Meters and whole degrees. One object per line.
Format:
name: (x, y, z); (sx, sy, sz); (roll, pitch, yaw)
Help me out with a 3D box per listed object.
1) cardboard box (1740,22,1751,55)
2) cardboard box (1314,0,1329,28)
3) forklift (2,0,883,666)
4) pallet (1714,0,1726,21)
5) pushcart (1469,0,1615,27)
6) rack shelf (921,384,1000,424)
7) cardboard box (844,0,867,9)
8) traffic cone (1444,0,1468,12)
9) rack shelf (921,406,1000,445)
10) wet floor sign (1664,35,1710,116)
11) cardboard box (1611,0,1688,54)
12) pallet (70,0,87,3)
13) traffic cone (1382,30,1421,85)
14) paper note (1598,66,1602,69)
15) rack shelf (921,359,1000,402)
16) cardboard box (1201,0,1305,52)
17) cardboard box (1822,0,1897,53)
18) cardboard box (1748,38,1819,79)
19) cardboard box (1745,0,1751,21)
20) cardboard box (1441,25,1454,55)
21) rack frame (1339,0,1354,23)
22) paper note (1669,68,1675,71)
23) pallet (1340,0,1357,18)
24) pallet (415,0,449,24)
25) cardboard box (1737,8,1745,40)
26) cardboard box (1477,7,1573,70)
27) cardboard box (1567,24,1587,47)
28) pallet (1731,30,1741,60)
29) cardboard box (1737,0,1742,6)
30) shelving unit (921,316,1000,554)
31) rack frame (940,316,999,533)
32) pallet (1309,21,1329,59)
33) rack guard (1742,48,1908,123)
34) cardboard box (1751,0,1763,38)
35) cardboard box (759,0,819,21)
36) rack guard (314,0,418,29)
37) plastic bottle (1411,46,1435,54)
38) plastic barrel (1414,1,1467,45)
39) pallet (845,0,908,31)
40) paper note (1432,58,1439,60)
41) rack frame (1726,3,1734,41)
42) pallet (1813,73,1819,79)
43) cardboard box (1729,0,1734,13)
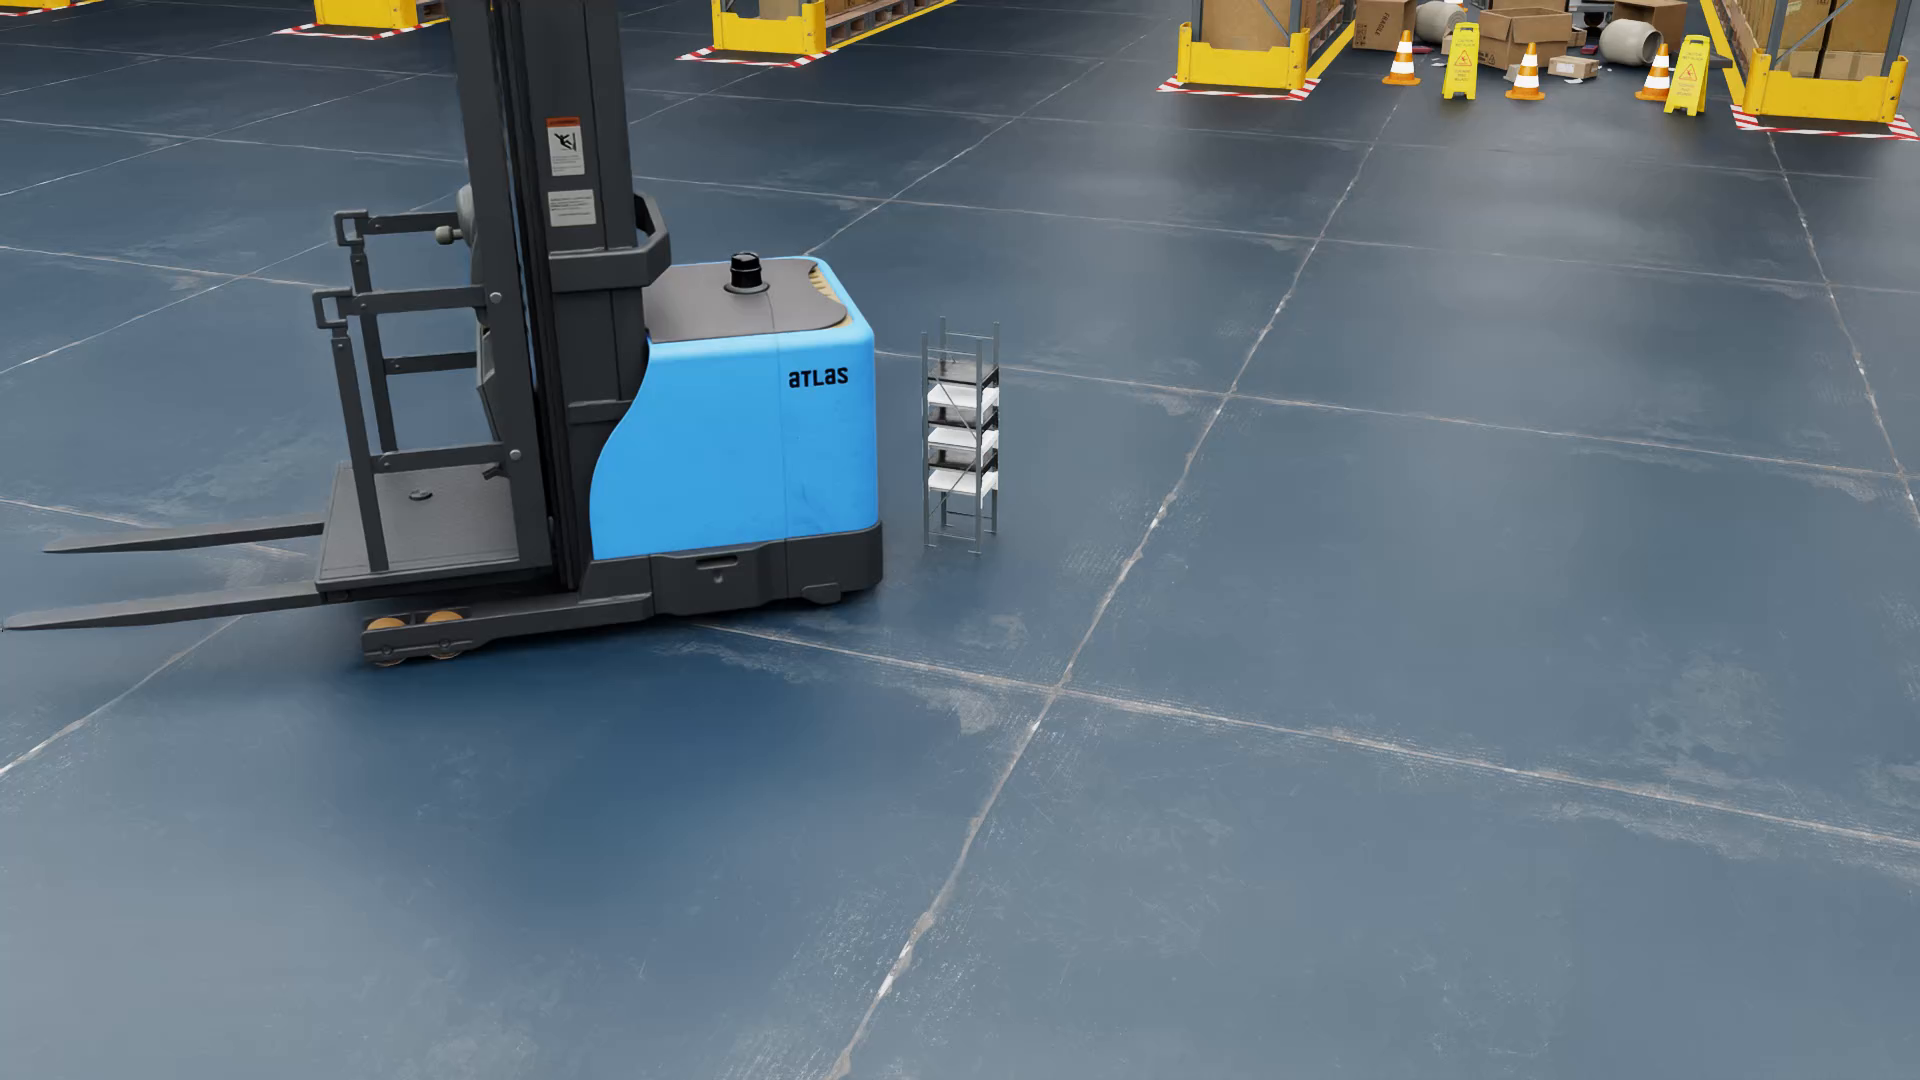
cardboard box: (7.710, -4.733, 15.756); (0.500, 0.250, 0.500); (8, 27, 16)
cardboard box: (3.404, -5.916, 17.483); (0.875, 0.875, 0.875); (9, 27, 18)
forklift: (-1.865, -1.132, 5.724); (3.031, 2.935, 1.130); (-7, 27, -13)
pallet: (9.339, -6.195, 19.302); (1.003, 0.211, 1.213); (9, 27, 17)
pushcart: (6.511, -5.756, 18.206); (1.648, 0.377, 0.936); (0, 26, -1)
rack shelf: (0.003, -0.540, 6.497); (0.258, 0.077, 0.200); (9, 27, 17)
cardboard box: (-1.382, -6.243, 18.589); (0.500, 0.500, 0.500); (11, 28, 22)
traffic cone: (5.846, -6.493, 19.630); (0.336, 0.463, 0.334); (9, 27, 17)
rack shelf: (0.003, -0.459, 6.536); (0.258, 0.077, 0.200); (9, 27, 17)
wet floor sign: (6.274, -4.000, 14.271); (0.267, 0.644, 0.232); (20, 32, 35)
cardboard box: (7.038, -5.260, 17.036); (0.500, 0.500, 0.500); (-14, 29, -27)
pallet: (-11.124, -6.923, 20.807); (1.003, 0.211, 1.213); (9, 27, 17)
traffic cone: (4.161, -4.529, 15.574); (0.336, 0.463, 0.334); (9, 27, 17)
paper note: (6.208, -4.646, 16.323); (0.148, 0.019, 0.142); (20, 32, 35)
rack shelf: (0.003, -0.621, 6.458); (0.258, 0.077, 0.200); (9, 27, 17)
cardboard box: (2.808, -5.180, 15.963); (0.875, 0.875, 0.875); (9, 27, 18)
cardboard box: (7.883, -4.573, 14.565); (0.500, 0.500, 0.500); (8, 27, 16)
cardboard box: (7.370, -4.315, 14.894); (0.500, 0.250, 0.500); (9, 27, 17)
cardboard box: (7.885, -5.278, 16.021); (0.500, 0.500, 0.500); (10, 28, 20)
cardboard box: (5.141, -5.099, 16.976); (0.396, 0.266, 0.258); (14, 29, 26)
rack frame: (3.976, -7.303, 18.391); (1.000, 3.000, 0.127); (9, 27, 17)
paper note: (6.912, -4.596, 16.207); (0.142, 0.019, 0.148); (0, 26, -1)
pallet: (4.162, -6.376, 19.676); (1.003, 0.211, 1.213); (9, 27, 17)
pallet: (-6.413, -6.254, 19.425); (1.003, 0.211, 1.213); (9, 27, 17)
cardboard box: (8.059, -5.154, 16.625); (0.500, 0.250, 0.500); (10, 28, 20)
cardboard box: (5.543, -4.948, 16.392); (0.797, 0.503, 0.637); (-9, 27, -18)
cardboard box: (6.382, -5.372, 17.541); (0.258, 0.266, 0.396); (-9, 27, -18)
pallet: (8.487, -5.090, 17.021); (1.003, 0.211, 1.213); (9, 27, 17)
cardboard box: (8.226, -5.712, 16.918); (0.500, 0.500, 0.500); (10, 28, 20)
shelving unit: (0.003, -0.408, 6.561); (0.258, 0.900, 0.210); (9, 27, 17)
rack frame: (0.037, -0.450, 6.647); (0.240, 0.900, 0.006); (9, 27, 17)
pallet: (3.245, -5.243, 17.338); (1.003, 0.211, 1.213); (9, 27, 17)
rack guard: (7.372, -3.889, 14.208); (1.175, 0.500, 0.348); (9, 27, 17)
cardboard box: (7.537, -4.854, 15.145); (0.500, 0.500, 0.500); (10, 28, 19)
cardboard box: (-1.775, -5.738, 17.545); (0.500, 0.500, 0.500); (14, 29, 27)
rack guard: (-6.689, -6.051, 18.674); (1.175, 0.500, 0.348); (9, 27, 17)
plastic bottle: (4.719, -5.034, 17.077); (0.283, 0.061, 0.133); (0, 26, -1)
plastic barrel: (5.045, -5.455, 17.530); (0.421, 0.421, 0.512); (-14, 29, -27)
pallet: (-1.262, -6.024, 18.950); (1.003, 0.211, 1.213); (9, 27, 17)
paper note: (4.785, -4.835, 16.725); (0.123, 0.001, 0.032); (-20, 33, -36)
rack frame: (8.677, -6.626, 16.994); (1.000, 3.000, 0.127); (9, 27, 17)
pallet: (7.675, -4.088, 14.950); (1.003, 0.211, 1.213); (9, 27, 17)
cardboard box: (8.850, -5.849, 17.921); (0.950, 0.372, 0.625); (9, 27, 18)
